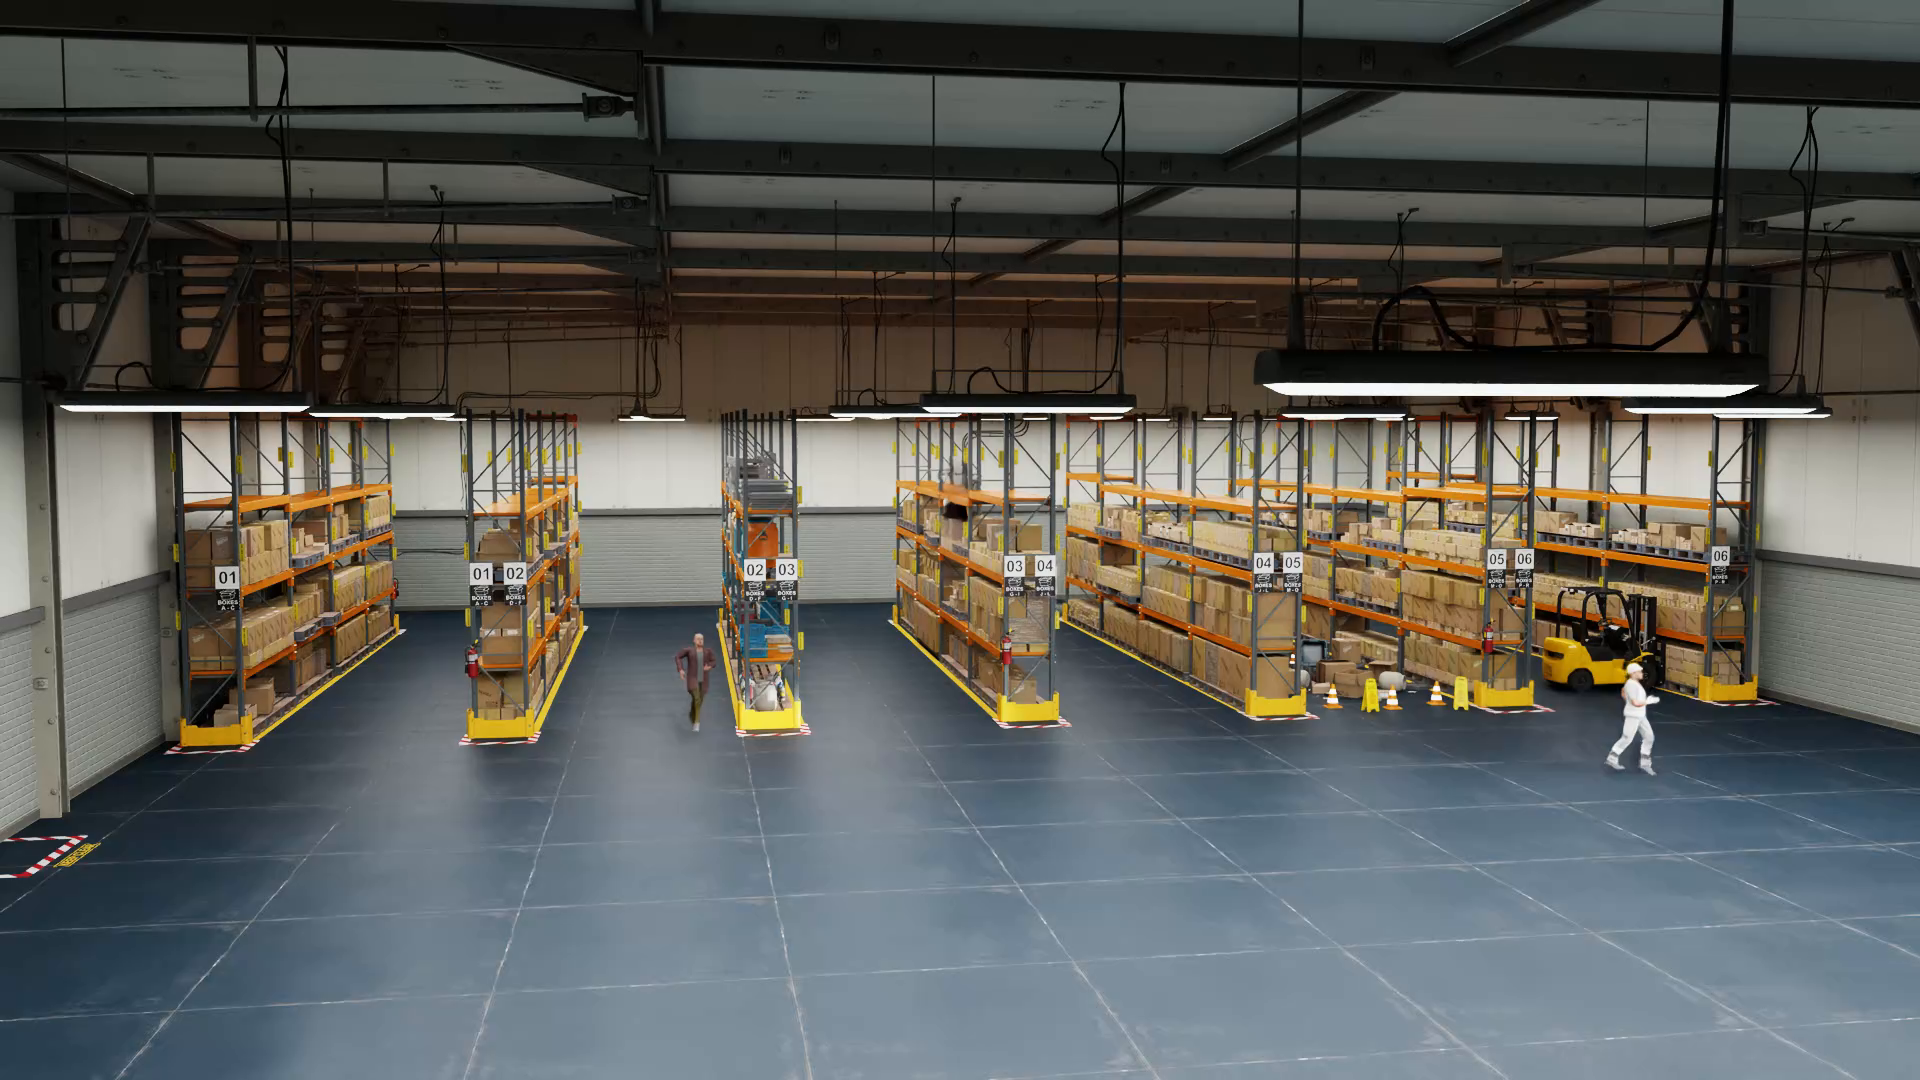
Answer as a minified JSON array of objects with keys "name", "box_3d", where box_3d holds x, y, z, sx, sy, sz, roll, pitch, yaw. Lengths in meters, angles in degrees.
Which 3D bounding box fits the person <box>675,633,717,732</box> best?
[{"name":"person","box_3d":[-4.941,2.671,31.290,0.703,1.846,0.794,-2,5,-31]}]

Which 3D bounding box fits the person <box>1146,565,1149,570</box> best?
[{"name":"person","box_3d":[5.402,1.574,47.295,0.702,1.726,0.592,-1,4,-20]}]

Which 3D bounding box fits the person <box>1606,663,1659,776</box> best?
[{"name":"person","box_3d":[11.007,2.927,27.168,0.799,1.845,0.648,3,5,36]}]

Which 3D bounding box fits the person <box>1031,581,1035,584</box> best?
[{"name":"person","box_3d":[2.019,1.425,49.374,0.996,1.688,0.867,-1,4,-17]}]
